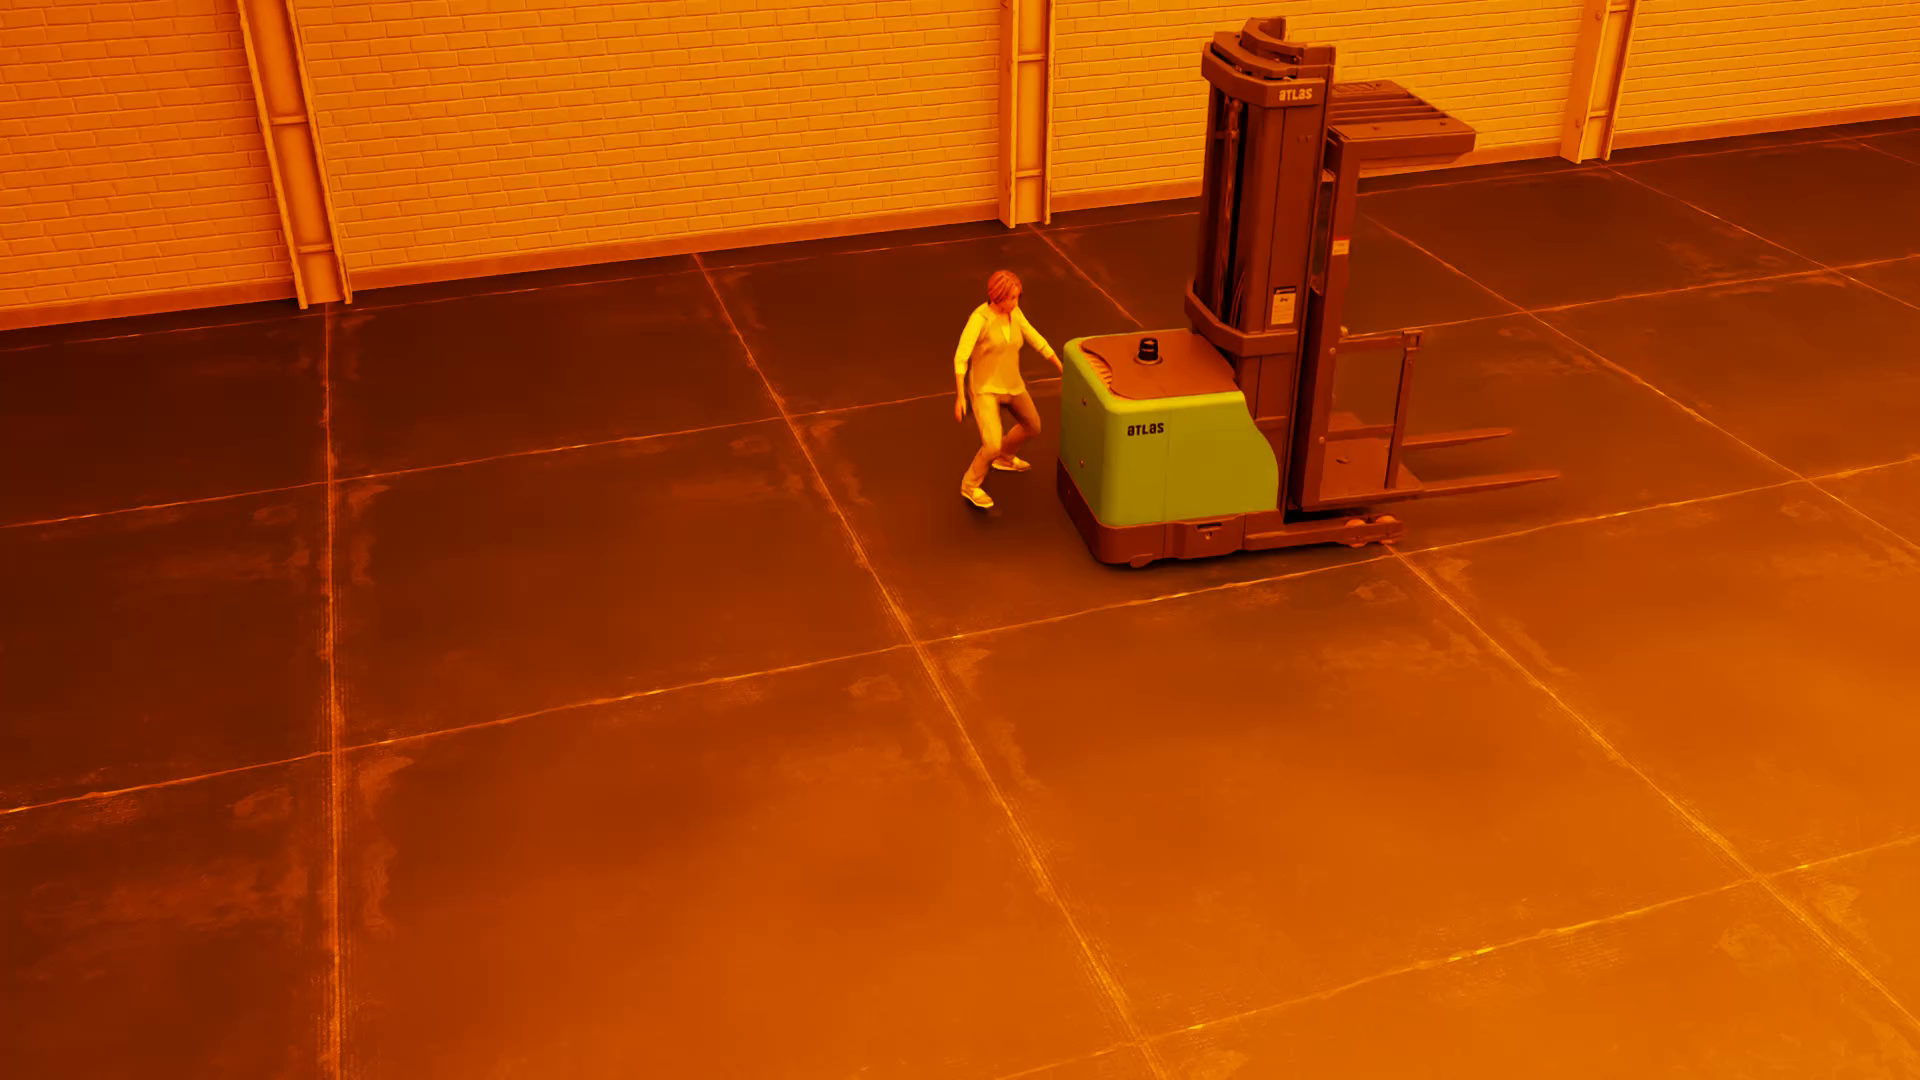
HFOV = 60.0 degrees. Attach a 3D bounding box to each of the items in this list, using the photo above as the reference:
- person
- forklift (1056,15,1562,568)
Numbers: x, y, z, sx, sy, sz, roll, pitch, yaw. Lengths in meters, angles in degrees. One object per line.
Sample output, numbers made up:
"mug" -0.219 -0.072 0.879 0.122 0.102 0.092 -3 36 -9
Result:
"person" 0.275 -0.943 10.220 0.814 1.483 0.614 -21 36 -32
"forklift" 2.177 -1.477 9.655 3.031 2.935 1.130 -6 31 -11
